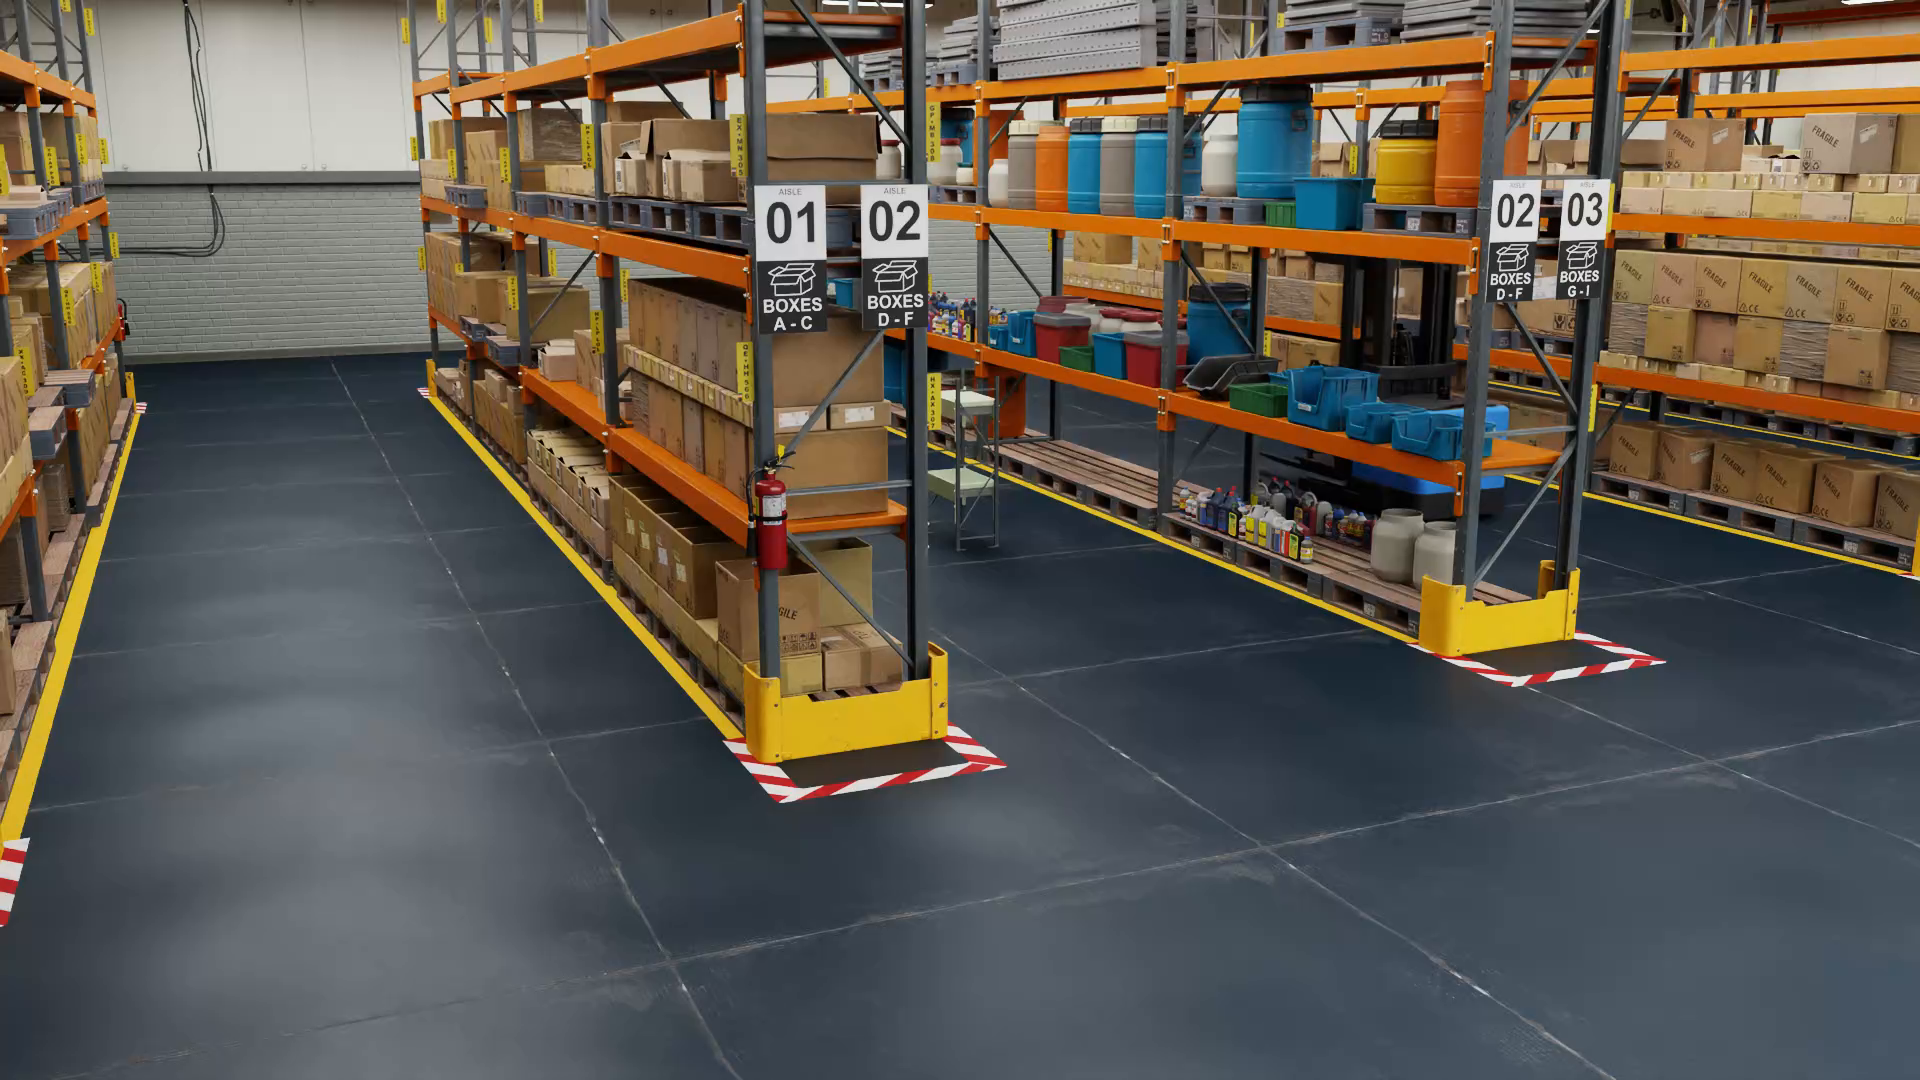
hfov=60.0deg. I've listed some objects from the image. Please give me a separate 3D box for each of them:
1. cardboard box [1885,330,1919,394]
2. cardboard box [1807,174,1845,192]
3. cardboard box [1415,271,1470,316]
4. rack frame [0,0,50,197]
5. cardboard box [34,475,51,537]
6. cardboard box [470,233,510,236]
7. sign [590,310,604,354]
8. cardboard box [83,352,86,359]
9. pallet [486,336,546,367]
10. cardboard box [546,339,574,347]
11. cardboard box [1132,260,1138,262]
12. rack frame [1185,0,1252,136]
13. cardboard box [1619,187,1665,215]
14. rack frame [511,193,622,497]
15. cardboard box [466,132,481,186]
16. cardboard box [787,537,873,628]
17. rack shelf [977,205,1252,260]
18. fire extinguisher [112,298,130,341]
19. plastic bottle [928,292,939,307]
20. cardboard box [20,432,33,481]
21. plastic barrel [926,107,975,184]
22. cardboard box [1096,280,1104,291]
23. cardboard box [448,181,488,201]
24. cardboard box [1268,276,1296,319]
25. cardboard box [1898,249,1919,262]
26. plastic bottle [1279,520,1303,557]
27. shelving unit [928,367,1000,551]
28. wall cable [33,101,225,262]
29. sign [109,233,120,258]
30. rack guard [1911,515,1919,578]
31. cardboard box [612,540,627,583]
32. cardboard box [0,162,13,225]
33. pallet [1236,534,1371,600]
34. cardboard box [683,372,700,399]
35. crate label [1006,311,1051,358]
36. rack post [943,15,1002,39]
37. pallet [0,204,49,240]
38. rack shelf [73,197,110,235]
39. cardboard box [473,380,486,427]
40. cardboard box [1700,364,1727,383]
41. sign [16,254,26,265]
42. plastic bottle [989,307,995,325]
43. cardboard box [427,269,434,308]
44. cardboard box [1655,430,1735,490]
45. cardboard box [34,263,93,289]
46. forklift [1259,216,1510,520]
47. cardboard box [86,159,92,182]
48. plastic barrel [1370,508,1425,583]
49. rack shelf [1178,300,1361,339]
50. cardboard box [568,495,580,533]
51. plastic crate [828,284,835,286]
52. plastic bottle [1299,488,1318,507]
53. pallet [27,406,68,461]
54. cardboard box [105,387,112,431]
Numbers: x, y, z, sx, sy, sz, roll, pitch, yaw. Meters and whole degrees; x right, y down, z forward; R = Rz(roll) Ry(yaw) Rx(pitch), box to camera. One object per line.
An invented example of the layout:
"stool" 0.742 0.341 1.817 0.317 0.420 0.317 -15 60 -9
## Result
"cardboard box" 8.216 -1.490 13.772 0.875 0.500 0.500 -6 14 -23
"cardboard box" 7.500 -3.061 14.240 0.380 0.149 0.250 -6 15 -26
"cardboard box" 5.775 -2.872 19.473 0.700 0.500 0.500 -3 13 -15
"rack frame" -8.409 -4.413 13.981 1.000 3.000 0.127 -6 14 -23
"cardboard box" -7.973 -0.226 13.762 0.700 0.500 0.500 -6 14 -23
"cardboard box" -6.443 -3.956 22.871 0.500 0.500 0.500 -5 14 -21
"sign" -2.762 -1.587 12.681 0.100 0.325 0.005 -6 14 -23
"cardboard box" -9.234 -1.947 17.141 0.380 0.149 0.250 -6 14 -23
"pallet" -4.207 -1.979 17.194 1.213 0.211 1.003 -6 14 -23
"cardboard box" -3.766 -1.816 16.263 0.500 0.311 0.500 -5 14 -19
"cardboard box" 2.642 -4.376 26.800 0.500 0.250 0.500 -6 14 -24
"rack frame" 3.605 -6.582 23.351 1.000 3.000 0.127 -6 14 -23
"cardboard box" 6.755 -3.279 16.063 0.500 0.250 0.500 -6 14 -25
"rack frame" -3.871 -1.939 16.594 1.000 3.000 0.127 -6 14 -23
"cardboard box" -5.339 -4.418 19.278 0.600 0.600 0.600 -7 15 -28
"cardboard box" -0.880 0.250 10.642 0.500 0.500 0.500 -6 14 -23
"rack shelf" 1.470 -3.083 16.482 1.077 0.370 4.000 -6 14 -23
"fire extinguisher" -11.251 -2.997 22.164 0.296 0.674 0.183 -6 14 -23
"plastic bottle" -0.324 -2.976 21.186 0.144 0.351 0.185 -6 14 -23
"cardboard box" -6.339 -0.530 10.797 0.500 0.250 0.500 -6 14 -23
"plastic barrel" -0.110 -4.783 20.189 0.600 0.901 0.708 -6 14 -23
"cardboard box" 2.359 -3.995 26.034 0.380 0.149 0.250 -6 14 -24
"cardboard box" -5.912 -4.230 20.174 0.500 0.250 0.500 -6 14 -23
"cardboard box" 4.377 -3.172 21.699 0.500 0.500 0.500 -6 14 -25
"cardboard box" 11.190 -3.071 19.049 0.700 0.500 0.500 -6 14 -24
"plastic bottle" 2.660 -0.014 13.344 0.152 0.276 0.135 -6 14 -23
"shelving unit" 0.003 -0.729 14.695 0.431 1.500 0.755 -6 14 -23
"wall cable" -13.552 -5.754 26.661 3.097 2.526 0.112 -6 14 -23
"sign" -11.111 -3.869 21.841 0.100 0.325 0.005 -6 14 -23
"rack guard" 8.381 0.022 13.665 1.175 0.500 0.348 -6 14 -23
"cardboard box" -2.361 0.146 12.754 0.500 0.250 0.500 -6 14 -23
"cardboard box" -7.974 -2.736 13.112 0.797 0.503 0.637 -4 14 -15
"pallet" 2.994 0.195 13.561 1.003 0.211 1.213 -6 14 -23
"cardboard box" -1.618 -1.033 11.019 0.380 0.149 0.250 -6 14 -24
"crate label" 0.819 -2.173 17.528 0.502 0.435 0.616 -6 14 -23
"rack post" 0.267 -5.711 18.447 0.624 0.289 0.986 -6 14 -23
"pallet" -6.956 -2.171 11.363 1.213 0.211 1.003 -6 14 -23
"rack shelf" -10.812 -3.841 19.757 1.077 0.370 4.000 -6 14 -23
"cardboard box" -5.503 -1.640 19.870 0.500 0.500 0.500 -6 14 -26
"cardboard box" 7.143 -1.556 15.499 0.380 0.149 0.250 -6 14 -23
"sign" -12.124 -3.555 21.481 0.100 0.325 0.005 -6 14 -23
"plastic bottle" 0.400 -2.659 19.990 0.097 0.271 0.097 0 13 0
"cardboard box" -7.140 -3.525 23.225 0.500 0.500 0.500 -5 14 -22
"cardboard box" 7.169 -0.789 16.240 0.500 0.500 0.500 -1 13 -5
"cardboard box" -9.590 -2.812 17.780 0.500 0.250 0.500 -5 14 -22
"forklift" 4.106 -1.892 16.544 1.130 2.935 3.031 -6 14 -23
"cardboard box" -10.237 -4.232 19.029 0.500 0.250 0.500 -6 14 -24
"plastic barrel" 3.339 0.042 12.621 0.421 0.512 0.421 0 13 0
"rack shelf" 4.406 -2.895 22.323 1.077 0.370 4.000 -6 14 -23
"cardboard box" -3.107 -0.247 14.452 0.500 0.250 0.500 -5 14 -22
"plastic crate" -1.940 -3.726 24.767 0.396 0.136 0.243 -6 14 -23
"plastic bottle" 2.999 -0.269 14.280 0.144 0.351 0.185 -6 14 -23
"pallet" -6.979 -0.742 11.848 1.003 0.211 1.213 -6 14 -23
"cardboard box" -10.217 -1.467 19.170 0.700 0.500 0.500 -5 14 -22
